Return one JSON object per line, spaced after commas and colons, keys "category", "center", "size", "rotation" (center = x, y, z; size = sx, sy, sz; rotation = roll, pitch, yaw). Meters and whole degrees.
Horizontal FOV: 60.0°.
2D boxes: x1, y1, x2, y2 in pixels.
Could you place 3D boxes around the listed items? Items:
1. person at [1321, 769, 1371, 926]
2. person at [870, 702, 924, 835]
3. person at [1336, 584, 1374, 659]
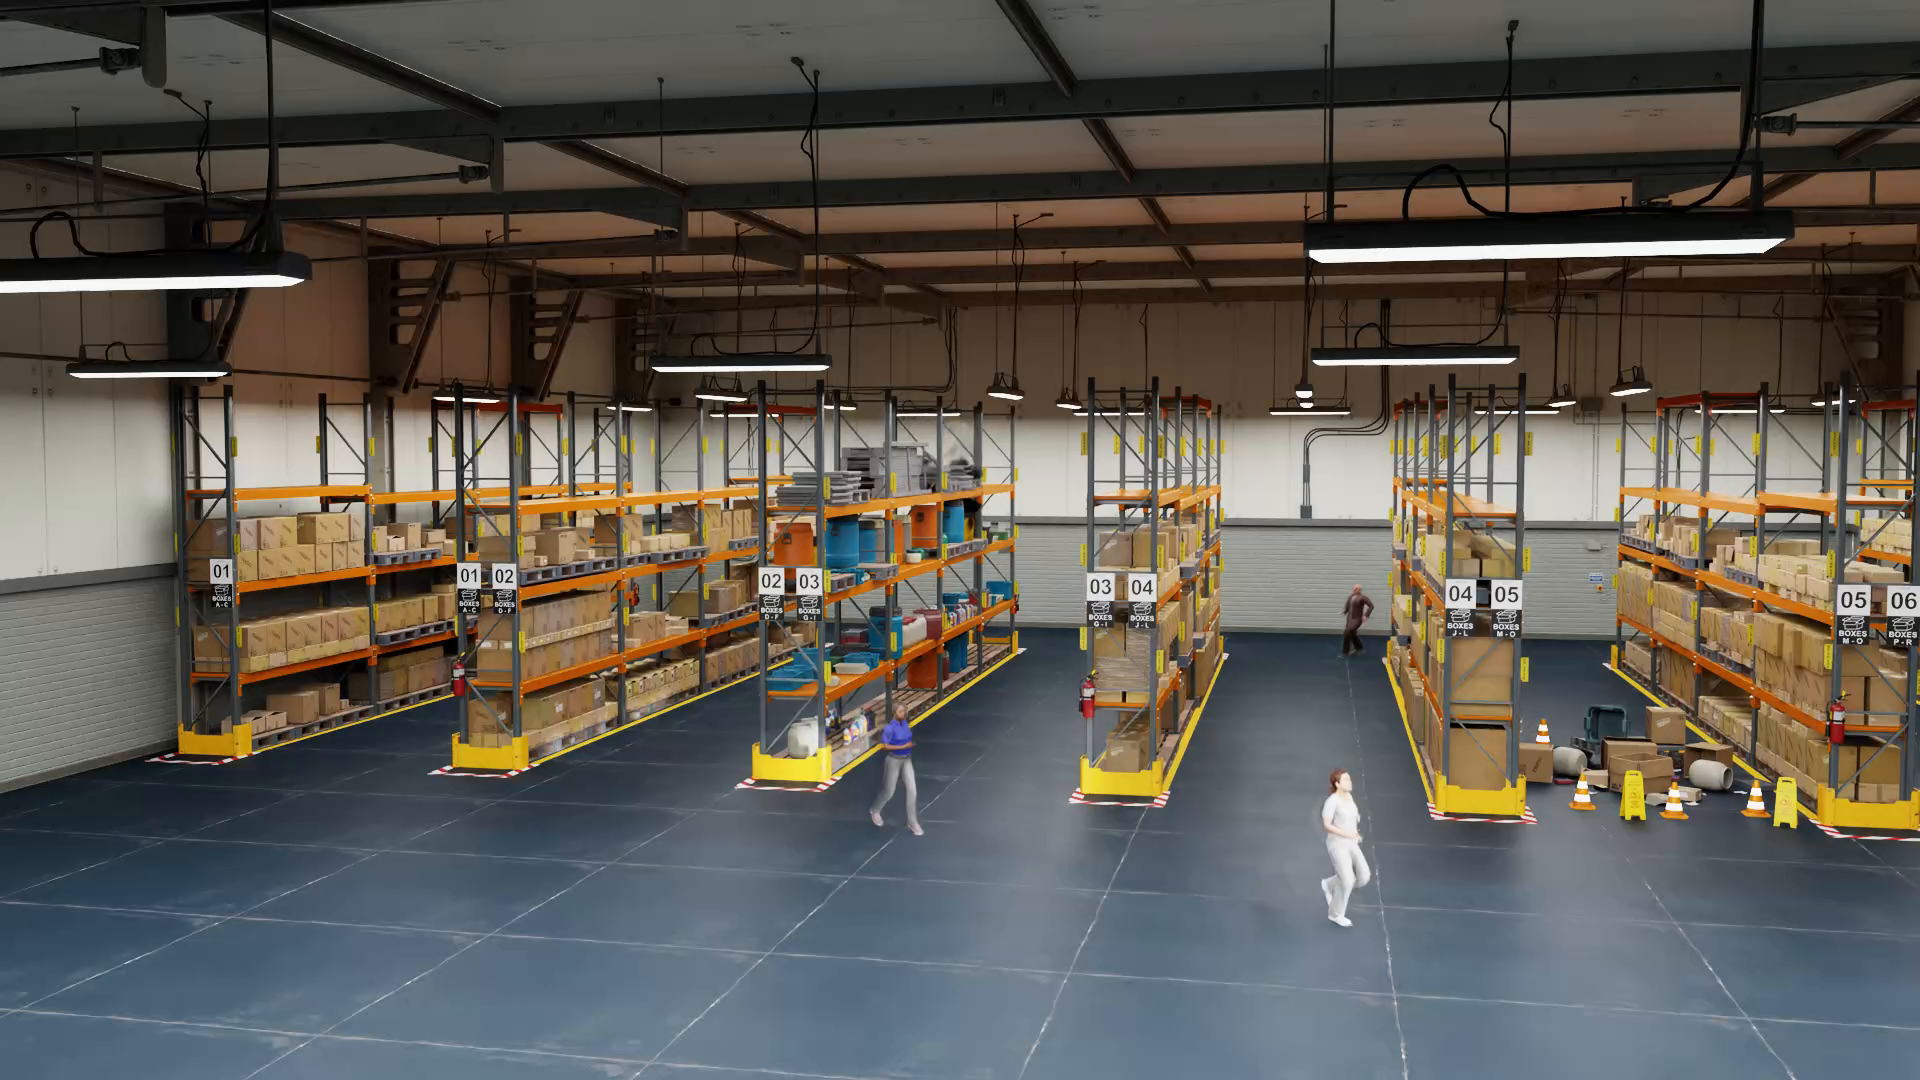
{"category": "person", "center": [4.031, 3.213, 17.417], "size": [0.601, 1.636, 0.526], "rotation": [-3, 4, -44]}
{"category": "person", "center": [-0.831, 2.946, 21.628], "size": [0.871, 1.685, 0.595], "rotation": [3, 4, 44]}
{"category": "person", "center": [9.353, 1.933, 39.330], "size": [0.855, 1.807, 0.766], "rotation": [-1, 3, -22]}
